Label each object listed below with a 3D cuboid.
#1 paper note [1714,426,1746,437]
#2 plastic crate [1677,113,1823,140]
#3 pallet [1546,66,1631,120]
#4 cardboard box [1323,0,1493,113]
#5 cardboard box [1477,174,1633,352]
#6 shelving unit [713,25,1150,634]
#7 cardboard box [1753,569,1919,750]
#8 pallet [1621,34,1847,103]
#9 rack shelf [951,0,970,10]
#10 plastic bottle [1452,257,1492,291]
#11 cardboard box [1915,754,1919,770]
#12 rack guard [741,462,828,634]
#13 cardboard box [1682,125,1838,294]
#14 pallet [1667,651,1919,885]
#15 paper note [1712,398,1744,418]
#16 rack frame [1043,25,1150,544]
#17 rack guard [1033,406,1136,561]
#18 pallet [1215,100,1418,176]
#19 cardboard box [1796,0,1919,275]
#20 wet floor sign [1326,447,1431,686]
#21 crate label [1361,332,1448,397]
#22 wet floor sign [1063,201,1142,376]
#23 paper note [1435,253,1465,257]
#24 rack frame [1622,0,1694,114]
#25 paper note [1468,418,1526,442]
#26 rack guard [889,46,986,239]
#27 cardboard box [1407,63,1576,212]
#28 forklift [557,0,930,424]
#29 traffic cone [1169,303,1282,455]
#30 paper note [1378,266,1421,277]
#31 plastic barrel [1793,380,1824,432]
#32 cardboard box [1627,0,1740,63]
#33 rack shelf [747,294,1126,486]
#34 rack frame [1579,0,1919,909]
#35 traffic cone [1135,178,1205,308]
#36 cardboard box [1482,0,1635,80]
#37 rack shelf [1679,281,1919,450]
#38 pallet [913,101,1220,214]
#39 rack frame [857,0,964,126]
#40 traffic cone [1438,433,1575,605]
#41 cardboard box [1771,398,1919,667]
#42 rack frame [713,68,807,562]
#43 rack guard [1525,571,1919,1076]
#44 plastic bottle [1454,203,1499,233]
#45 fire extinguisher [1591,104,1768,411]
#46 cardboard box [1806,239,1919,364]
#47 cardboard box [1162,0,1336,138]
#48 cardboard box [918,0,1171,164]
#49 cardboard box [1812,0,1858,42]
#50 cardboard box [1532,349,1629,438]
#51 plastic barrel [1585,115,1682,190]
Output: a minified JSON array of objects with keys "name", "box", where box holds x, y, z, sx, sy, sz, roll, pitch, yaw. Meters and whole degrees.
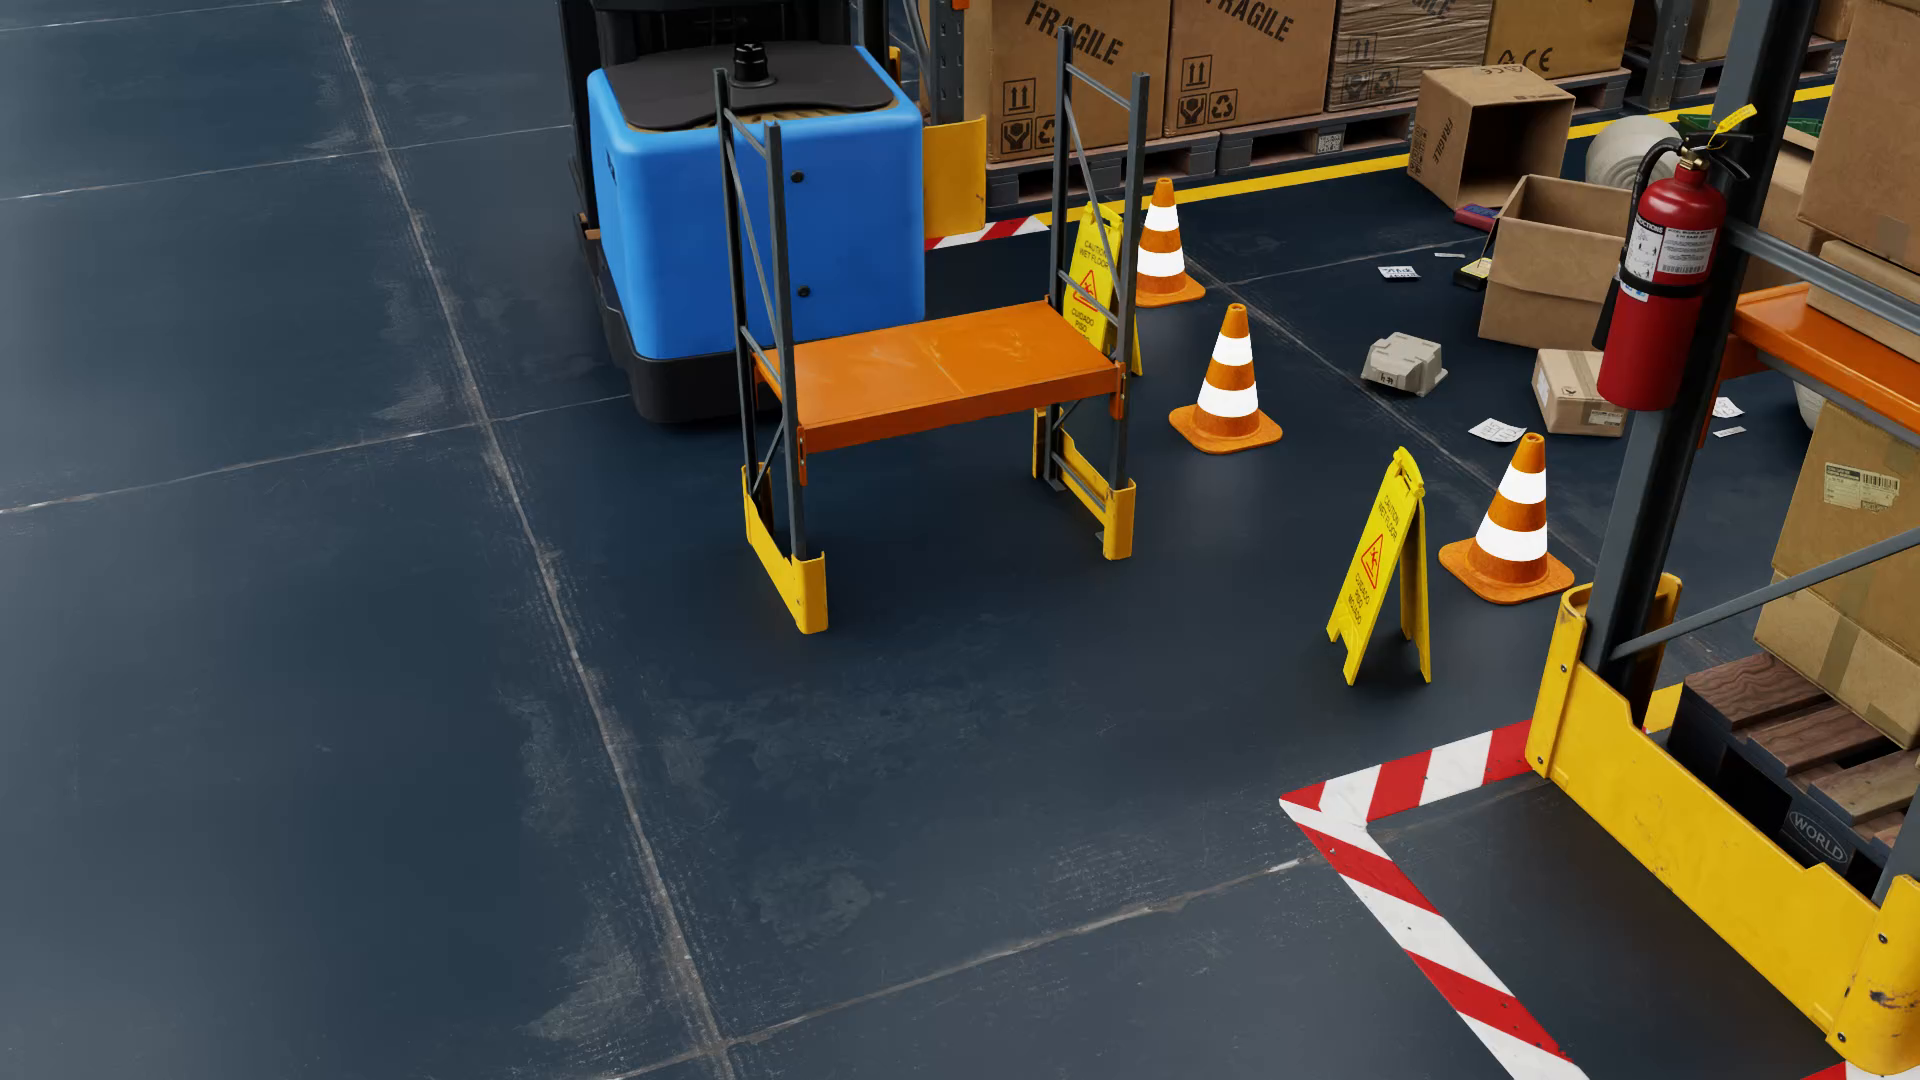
[{"name":"paper note","box":[2.697,-0.380,5.824,0.123,0.001,0.032,-13,35,-19]},{"name":"plastic crate","box":[3.806,-1.891,7.932,0.662,0.188,0.450,4,23,6]},{"name":"pallet","box":[2.727,-2.451,8.824,1.213,0.211,1.003,-13,35,-19]},{"name":"cardboard box","box":[2.022,-2.737,8.269,0.875,0.875,0.875,-13,35,-19]},{"name":"cardboard box","box":[2.419,-1.027,6.366,0.797,0.503,0.637,16,36,23]},{"name":"shelving unit","box":[-0.070,-0.613,4.816,1.083,1.500,0.587,-13,35,-19]},{"name":"cardboard box","box":[2.443,0.237,4.272,0.500,0.250,0.500,-13,35,-19]},{"name":"pallet","box":[4.141,-2.773,9.319,1.213,0.211,1.003,-13,35,-19]},{"name":"rack shelf","box":[1.615,-3.017,7.797,4.000,0.370,1.077,-13,35,-19]},{"name":"plastic bottle","box":[2.182,-1.116,6.910,0.283,0.061,0.133,-27,42,-35]},{"name":"cardboard box","box":[2.631,0.516,3.842,0.500,0.250,0.500,-13,35,-19]},{"name":"rack guard","box":[-0.529,0.016,4.996,0.087,0.250,0.587,-13,35,-19]},{"name":"cardboard box","box":[3.278,-1.285,6.639,0.503,0.637,0.797,-13,35,-19]},{"name":"pallet","box":[2.613,0.570,4.180,1.213,0.211,1.003,-13,35,-19]},{"name":"paper note","box":[2.722,-0.484,5.977,0.142,0.019,0.148,-2,33,-2]},{"name":"rack frame","box":[0.390,-0.718,4.978,0.032,1.500,0.500,-13,35,-19]},{"name":"rack guard","box":[0.389,-0.194,5.319,0.087,0.250,0.587,-13,35,-19]},{"name":"pallet","box":[1.601,-2.192,8.425,1.213,0.211,1.003,-13,35,-19]},{"name":"cardboard box","box":[2.174,-0.849,3.440,0.500,0.500,0.500,-14,35,-20]},{"name":"wet floor sign","box":[1.191,0.060,4.566,0.232,0.644,0.267,-2,33,-2]},{"name":"crate label","box":[1.635,-0.652,6.127,0.250,0.136,0.298,23,39,30]},{"name":"wet floor sign","box":[0.510,-0.908,6.054,0.232,0.644,0.267,-19,38,-27]},{"name":"paper note","box":[2.095,-1.218,7.112,0.123,0.001,0.032,4,33,6]},{"name":"rack frame","box":[3.459,-3.741,8.250,0.127,3.000,1.000,-13,35,-19]},{"name":"paper note","box":[1.881,-0.385,5.814,0.142,0.019,0.148,-27,42,-35]},{"name":"rack guard","box":[-0.252,-1.844,7.626,0.348,0.500,1.175,-13,35,-19]},{"name":"cardboard box","box":[2.425,-1.851,7.634,0.500,0.500,0.500,-7,34,-11]},{"name":"forklift","box":[-1.030,-2.427,6.293,1.130,2.935,3.031,-10,34,-14]},{"name":"traffic cone","box":[0.934,-0.591,5.735,0.334,0.463,0.336,-13,35,-19]},{"name":"paper note","box":[1.835,-1.120,6.945,0.142,0.017,0.144,-2,33,-2]},{"name":"plastic barrel","box":[3.098,-0.546,5.702,0.421,0.421,0.512,10,34,14]},{"name":"cardboard box","box":[3.996,-3.151,9.020,0.750,0.750,1.050,-13,35,-19]},{"name":"rack shelf","box":[-0.079,-0.460,4.911,1.000,0.185,0.538,-13,35,-19]},{"name":"rack frame","box":[1.780,-0.429,3.159,0.127,3.000,1.000,-13,35,-19]},{"name":"traffic cone","box":[0.810,-1.232,6.718,0.334,0.463,0.336,-13,35,-19]},{"name":"cardboard box","box":[2.852,-2.929,8.565,0.875,0.875,0.875,-12,35,-18]},{"name":"rack shelf","box":[3.624,-0.550,4.004,4.000,0.370,1.077,-13,35,-19]},{"name":"pallet","box":[0.477,-1.936,8.032,1.213,0.211,1.003,-13,35,-19]},{"name":"rack frame","box":[-0.229,-2.897,6.952,0.127,3.000,1.000,-13,35,-19]},{"name":"traffic cone","box":[1.677,-0.105,4.987,0.334,0.463,0.336,-13,35,-19]},{"name":"cardboard box","box":[2.418,-0.067,4.051,0.500,0.500,0.500,-13,35,-19]},{"name":"rack frame","box":[-0.547,-0.503,4.648,0.032,1.500,0.500,-13,35,-19]},{"name":"rack guard","box":[1.850,0.603,3.865,0.348,0.500,1.175,-13,35,-19]},{"name":"plastic bottle","box":[2.349,-1.414,7.367,0.133,0.061,0.283,-27,42,-35]},{"name":"fire extinguisher","box":[1.496,-0.604,3.499,0.183,0.674,0.296,-13,35,-19]},{"name":"cardboard box","box":[2.042,-0.510,3.514,0.250,0.149,0.380,-12,35,-17]},{"name":"cardboard box","box":[1.181,-2.545,7.975,0.875,0.875,0.875,-13,35,-20]},{"name":"cardboard box","box":[0.370,-2.359,7.688,0.875,0.875,0.875,-13,35,-19]},{"name":"cardboard box","box":[4.887,-3.352,9.330,0.750,0.750,1.050,-13,35,-19]},{"name":"cardboard box","box":[2.206,-0.526,5.923,0.250,0.149,0.380,4,33,6]},{"name":"plastic barrel","box":[3.006,-1.651,7.399,0.421,0.421,0.512,10,34,14]}]
